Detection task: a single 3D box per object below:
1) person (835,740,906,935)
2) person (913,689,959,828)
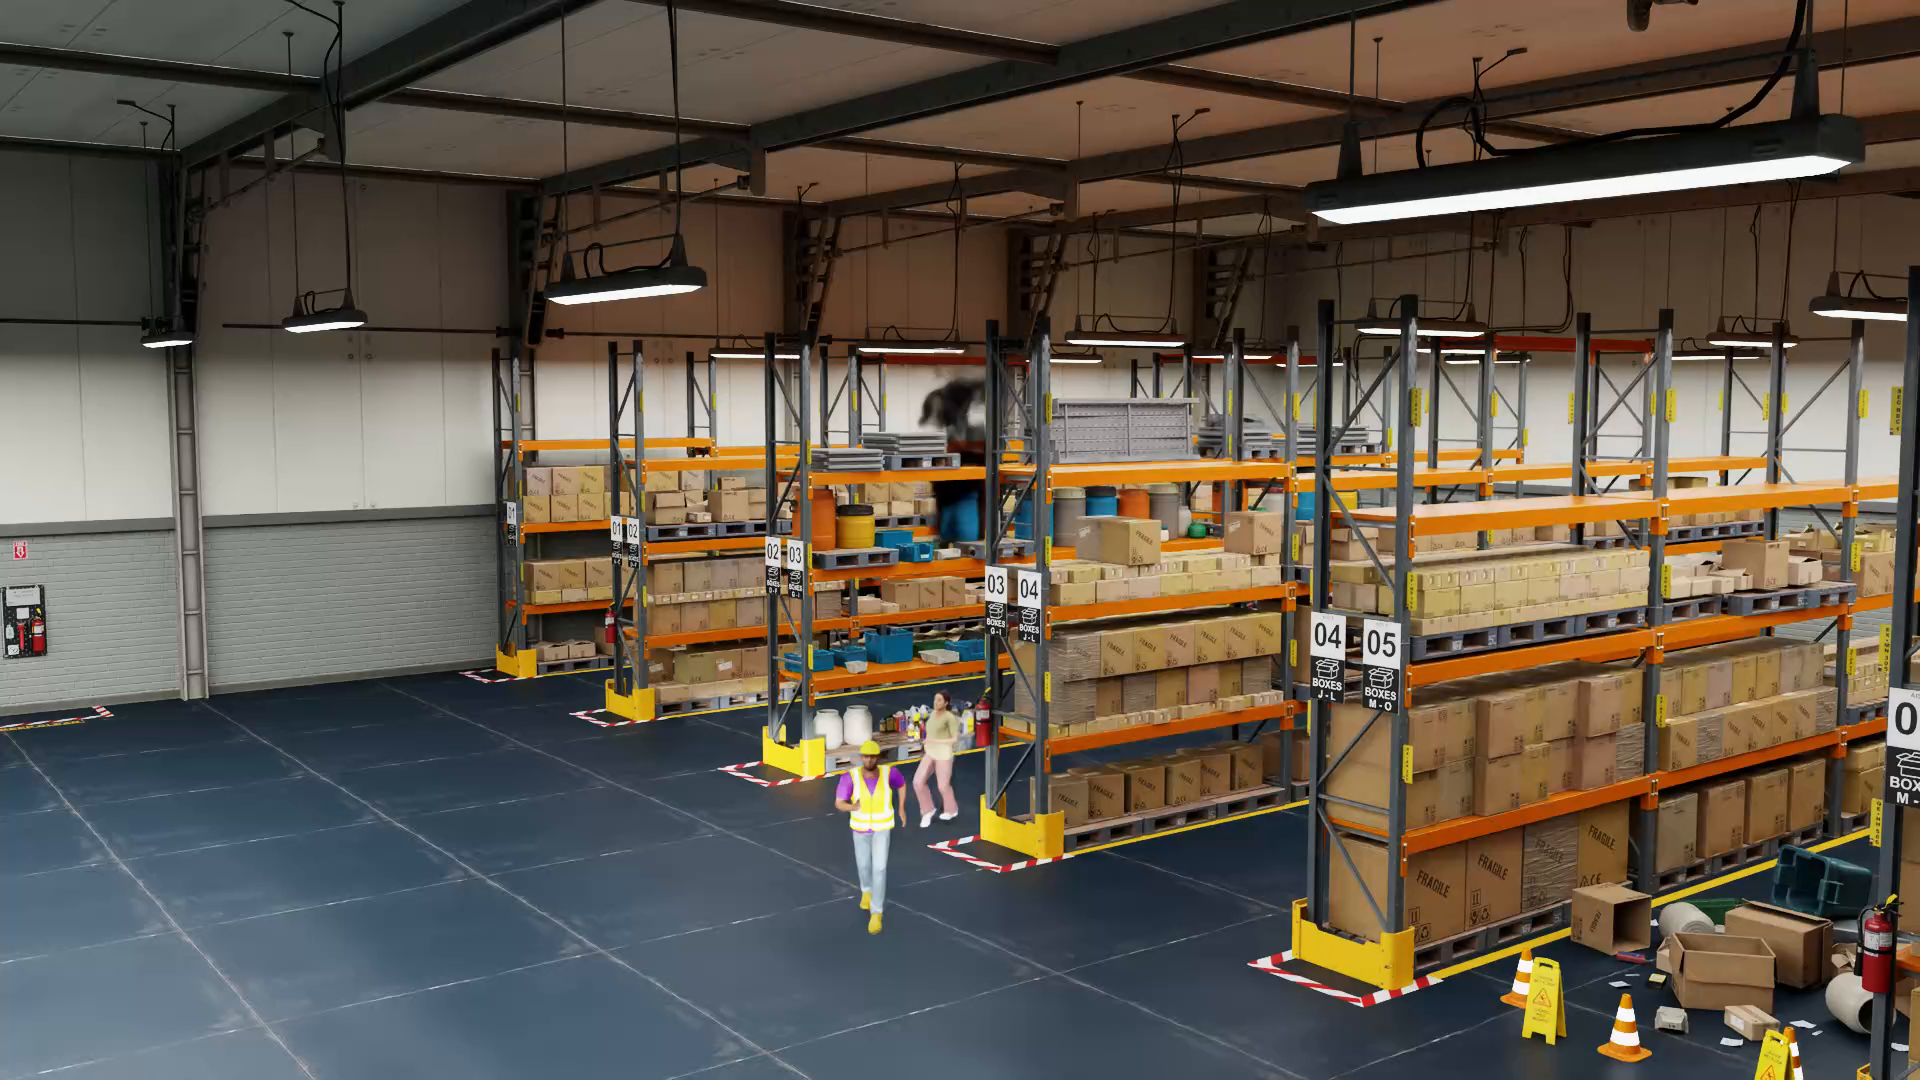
[{"bbox_3d":[-0.872,2.838,16.270,0.681,1.806,0.890,0,5,1],"label":"person"},{"bbox_3d":[-0.218,2.636,19.861,0.558,1.638,0.680,4,6,39],"label":"person"}]
